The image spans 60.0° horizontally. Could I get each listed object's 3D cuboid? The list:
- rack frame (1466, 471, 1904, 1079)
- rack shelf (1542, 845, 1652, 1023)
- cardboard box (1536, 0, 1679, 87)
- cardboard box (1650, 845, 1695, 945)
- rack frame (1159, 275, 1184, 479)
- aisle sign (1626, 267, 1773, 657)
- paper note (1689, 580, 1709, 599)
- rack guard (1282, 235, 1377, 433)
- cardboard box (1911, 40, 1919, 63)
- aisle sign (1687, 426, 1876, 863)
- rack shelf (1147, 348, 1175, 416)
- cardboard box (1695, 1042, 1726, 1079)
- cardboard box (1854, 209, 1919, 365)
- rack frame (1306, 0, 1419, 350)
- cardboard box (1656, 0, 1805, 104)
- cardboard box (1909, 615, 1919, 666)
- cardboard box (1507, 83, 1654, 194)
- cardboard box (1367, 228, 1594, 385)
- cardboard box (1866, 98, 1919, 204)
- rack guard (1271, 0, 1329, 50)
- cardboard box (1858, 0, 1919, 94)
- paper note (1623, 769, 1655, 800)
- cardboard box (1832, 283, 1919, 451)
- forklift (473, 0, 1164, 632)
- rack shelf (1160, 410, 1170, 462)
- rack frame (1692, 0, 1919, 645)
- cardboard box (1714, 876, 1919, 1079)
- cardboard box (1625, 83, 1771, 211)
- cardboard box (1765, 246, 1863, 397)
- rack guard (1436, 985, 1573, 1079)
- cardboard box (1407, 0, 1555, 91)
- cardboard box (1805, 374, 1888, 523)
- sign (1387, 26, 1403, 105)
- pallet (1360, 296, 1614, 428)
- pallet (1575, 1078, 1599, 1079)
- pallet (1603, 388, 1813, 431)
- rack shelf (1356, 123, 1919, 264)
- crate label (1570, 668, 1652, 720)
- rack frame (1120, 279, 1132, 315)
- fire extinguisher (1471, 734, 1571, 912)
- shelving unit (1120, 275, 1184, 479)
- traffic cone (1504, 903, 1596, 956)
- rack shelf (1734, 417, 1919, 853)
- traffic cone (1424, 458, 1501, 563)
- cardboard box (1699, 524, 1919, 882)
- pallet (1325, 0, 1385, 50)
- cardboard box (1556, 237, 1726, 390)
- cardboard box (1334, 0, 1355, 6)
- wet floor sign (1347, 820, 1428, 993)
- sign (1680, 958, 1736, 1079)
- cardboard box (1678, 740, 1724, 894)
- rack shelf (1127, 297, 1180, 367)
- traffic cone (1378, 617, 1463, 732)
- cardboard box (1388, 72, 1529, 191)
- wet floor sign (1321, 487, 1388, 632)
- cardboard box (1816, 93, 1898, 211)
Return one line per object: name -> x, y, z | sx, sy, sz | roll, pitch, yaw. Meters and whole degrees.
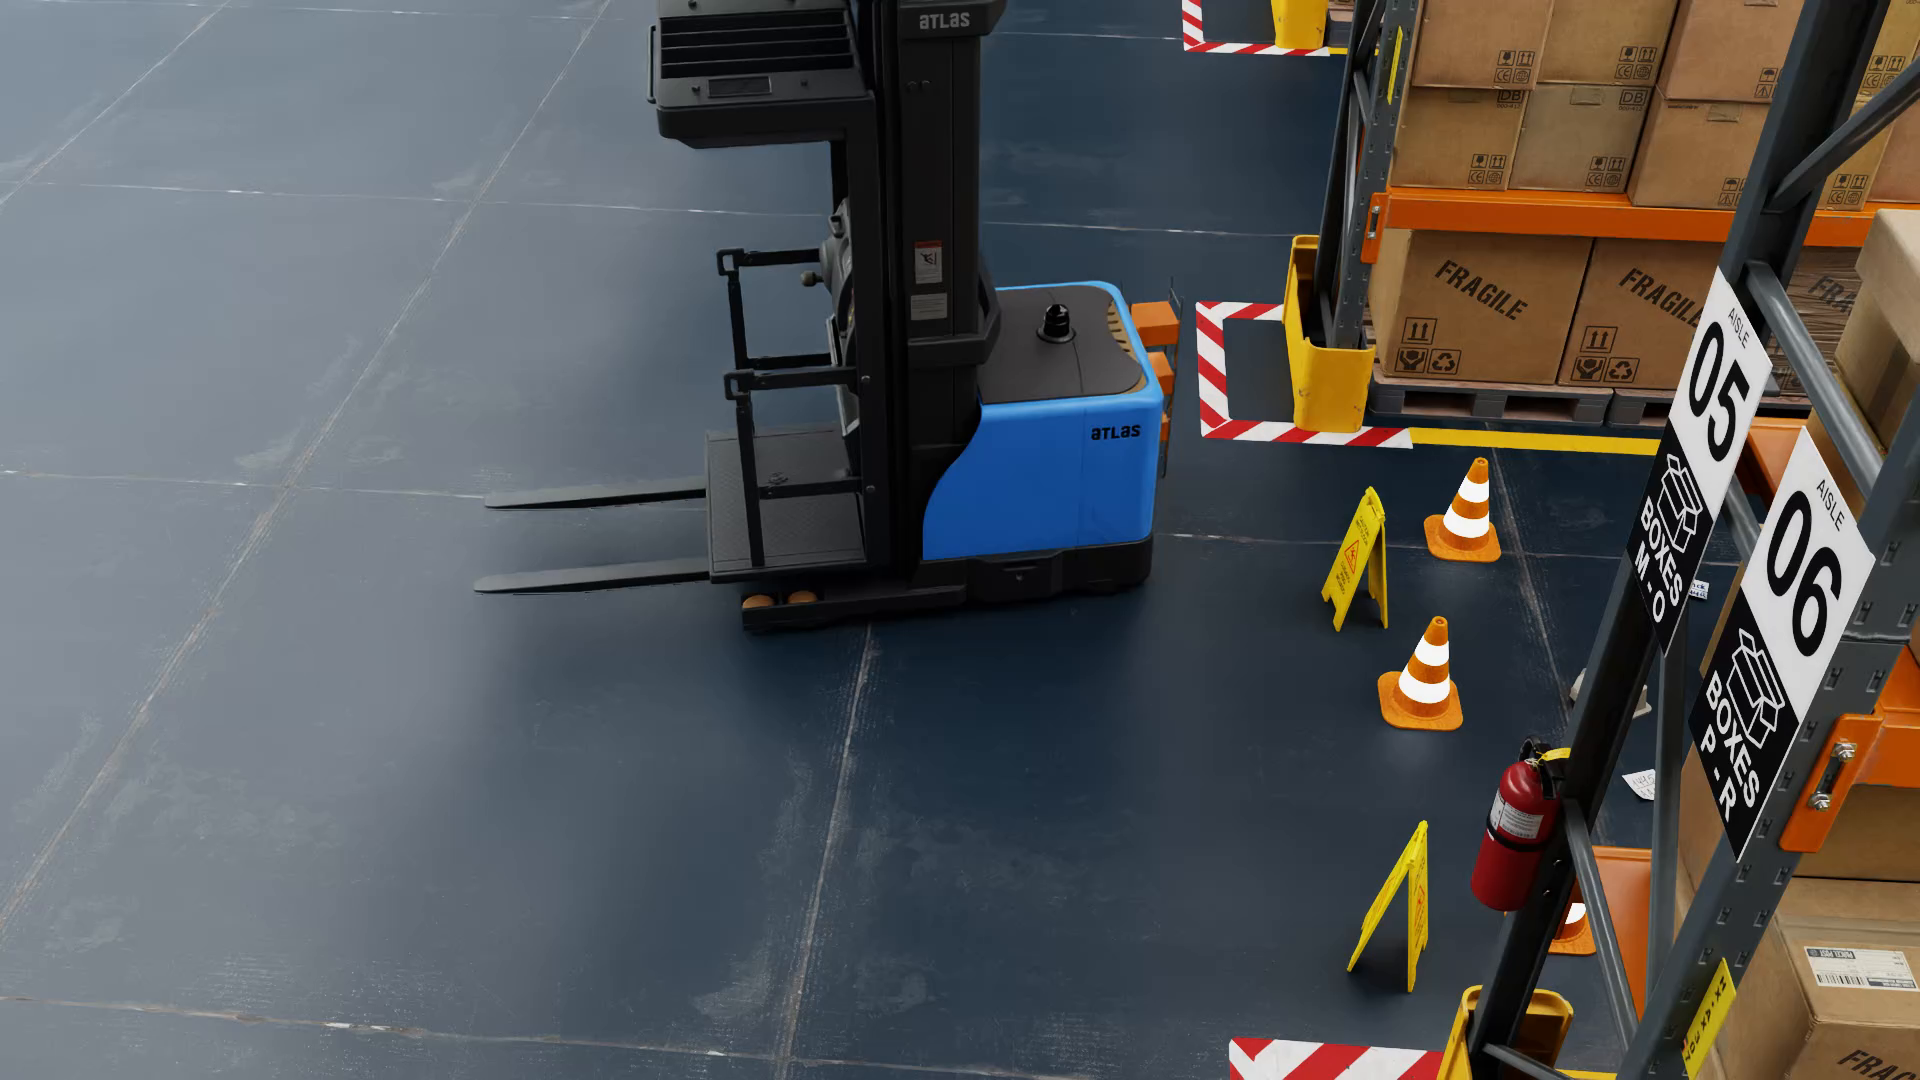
rack frame -> 1.657, 1.031, 4.277 | 0.127, 3.000, 1.000 | 3, 39, 4
rack shelf -> 3.650, 1.419, 4.371 | 4.000, 0.370, 1.077 | 3, 39, 4
cardboard box -> 2.906, -2.548, 7.700 | 0.550, 0.550, 0.875 | 3, 39, 4
cardboard box -> 2.048, 1.014, 4.497 | 0.250, 0.149, 0.380 | 4, 39, 5
rack frame -> 1.006, -0.772, 8.035 | 0.008, 1.050, 0.200 | -6, 40, -7
aisle sign -> 1.620, -0.163, 3.685 | 0.004, 0.787, 0.394 | 3, 39, 4
paper note -> 3.358, 0.216, 7.633 | 0.142, 0.017, 0.144 | 16, 42, 19
rack guard -> 1.960, -1.119, 8.900 | 0.348, 0.500, 1.175 | 3, 39, 4
cardboard box -> 4.520, -2.461, 7.594 | 0.550, 0.550, 0.875 | 3, 39, 4
aisle sign -> 1.569, 0.215, 3.221 | 0.004, 0.787, 0.394 | 3, 39, 4
rack shelf -> 0.886, -0.752, 8.027 | 0.240, 0.259, 0.215 | -6, 40, -7
cardboard box -> 1.978, 1.277, 4.174 | 0.250, 0.149, 0.380 | 3, 39, 4
cardboard box -> 2.020, -0.511, 3.364 | 0.250, 0.149, 0.380 | 3, 39, 4
rack frame -> 1.984, -2.087, 8.109 | 0.127, 3.000, 1.000 | 3, 39, 4
cardboard box -> 3.452, -2.432, 7.558 | 0.550, 0.550, 0.875 | 3, 39, 4
cardboard box -> 1.960, 0.188, 3.137 | 0.250, 0.149, 0.380 | 3, 39, 4
cardboard box -> 2.907, -2.138, 8.052 | 0.550, 0.550, 0.875 | 3, 39, 4
cardboard box -> 2.665, -1.431, 8.653 | 0.875, 0.875, 0.875 | 3, 39, 4
cardboard box -> 4.522, -2.060, 7.956 | 0.550, 0.550, 0.875 | 3, 39, 4
rack guard -> 2.588, -4.228, 12.719 | 0.348, 0.500, 1.175 | 3, 39, 4
cardboard box -> 3.991, -2.485, 7.623 | 0.500, 0.550, 0.875 | 3, 39, 4
paper note -> 2.771, 0.982, 6.689 | 0.142, 0.019, 0.148 | -10, 40, -12
cardboard box -> 2.190, -0.331, 3.458 | 0.500, 0.250, 0.500 | 3, 39, 3
forklift -> -0.683, -1.084, 6.931 | 3.031, 2.935, 1.130 | -5, 39, -6
rack shelf -> 0.885, -0.538, 8.205 | 0.240, 0.259, 0.215 | -6, 40, -7
rack frame -> 1.657, -1.295, 2.384 | 0.127, 3.000, 1.000 | 3, 39, 4
cardboard box -> 2.105, 1.077, 3.906 | 0.500, 0.500, 0.500 | 3, 39, 3
cardboard box -> 3.454, -2.028, 7.917 | 0.550, 0.550, 0.875 | 3, 39, 4
cardboard box -> 4.450, -1.333, 8.533 | 0.875, 0.875, 0.875 | 3, 39, 4
rack guard -> 1.733, 2.005, 5.061 | 0.348, 0.500, 1.175 | 3, 39, 4
cardboard box -> 2.350, -2.520, 7.666 | 0.550, 0.550, 0.875 | 3, 39, 4
cardboard box -> 2.037, -0.191, 3.602 | 0.250, 0.149, 0.380 | 3, 39, 4
sign -> 1.930, -2.105, 7.382 | 0.005, 0.325, 0.100 | 3, 39, 4
pallet -> 2.787, -1.012, 8.996 | 1.213, 0.211, 1.003 | 3, 39, 4
pallet -> 2.539, 2.183, 5.071 | 1.213, 0.211, 1.003 | 3, 39, 4
pallet -> 3.999, -0.944, 8.913 | 1.213, 0.211, 1.003 | 3, 39, 4
rack shelf -> 3.976, -1.700, 8.202 | 4.000, 0.370, 1.077 | 3, 39, 4
crate label -> 2.743, 0.641, 7.025 | 0.298, 0.136, 0.250 | -16, 42, -19
rack frame -> 0.765, -0.747, 8.005 | 0.008, 1.050, 0.200 | -6, 40, -7
fire extinguisher -> 1.583, 0.765, 4.666 | 0.183, 0.674, 0.296 | 3, 39, 4
shelving unit -> 0.886, -0.760, 8.020 | 0.252, 1.050, 0.215 | -6, 40, -7
traffic cone -> 2.197, 1.227, 6.046 | 0.334, 0.463, 0.336 | 3, 39, 4
rack shelf -> 3.650, 0.256, 3.424 | 4.000, 0.370, 1.077 | 3, 39, 4
traffic cone -> 2.390, -0.182, 7.777 | 0.334, 0.463, 0.336 | 3, 39, 4
cardboard box -> 2.185, 0.380, 3.971 | 0.500, 0.500, 0.700 | 2, 39, 3
pallet -> 3.394, -4.049, 12.728 | 1.213, 0.211, 1.003 | 3, 39, 4
cardboard box -> 3.542, -1.384, 8.596 | 0.875, 0.875, 0.875 | 3, 39, 3
cardboard box -> 3.133, -4.350, 12.536 | 0.500, 0.500, 0.500 | 10, 40, 12
wet floor sign -> 1.560, 1.261, 5.860 | 0.232, 0.644, 0.267 | 16, 42, 19
sign -> 1.611, 1.037, 3.585 | 0.005, 0.325, 0.100 | 3, 39, 4
cardboard box -> 2.222, 0.733, 4.329 | 0.500, 0.500, 0.500 | 2, 39, 3
rack shelf -> 0.886, -0.969, 7.845 | 0.240, 0.259, 0.215 | -6, 40, -7
traffic cone -> 1.954, 0.511, 6.927 | 0.334, 0.463, 0.336 | 3, 39, 4
cardboard box -> 2.357, -2.154, 8.072 | 0.550, 0.550, 0.875 | 3, 39, 4
wet floor sign -> 1.784, 0.069, 7.324 | 0.232, 0.644, 0.267 | -3, 39, -4
cardboard box -> 3.986, -2.025, 7.914 | 0.500, 0.550, 0.875 | 3, 39, 4
